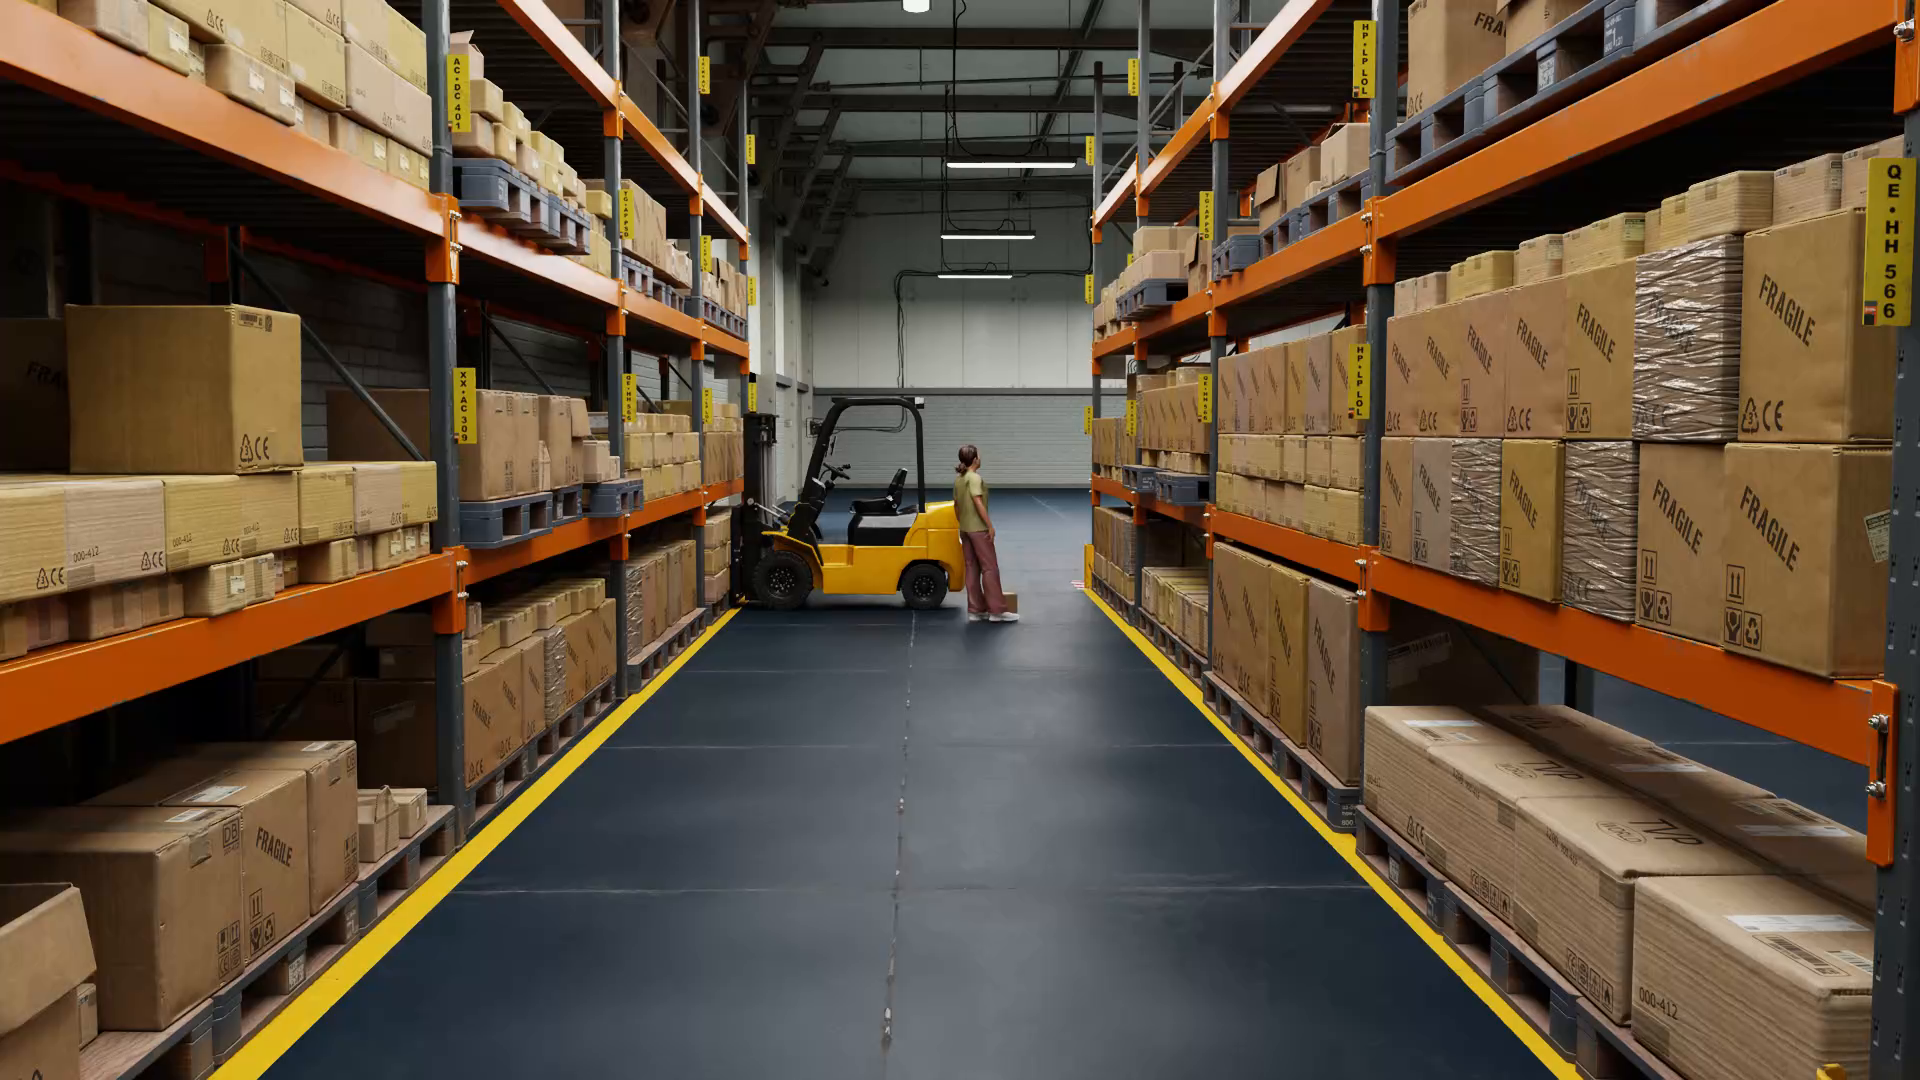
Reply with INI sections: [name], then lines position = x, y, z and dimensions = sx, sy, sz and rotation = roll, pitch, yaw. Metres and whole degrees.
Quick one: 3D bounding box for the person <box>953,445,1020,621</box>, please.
[person]
position = 0.220, -0.066, 15.883
dimensions = 0.533, 1.665, 0.553
rotation = -2, 4, -30
